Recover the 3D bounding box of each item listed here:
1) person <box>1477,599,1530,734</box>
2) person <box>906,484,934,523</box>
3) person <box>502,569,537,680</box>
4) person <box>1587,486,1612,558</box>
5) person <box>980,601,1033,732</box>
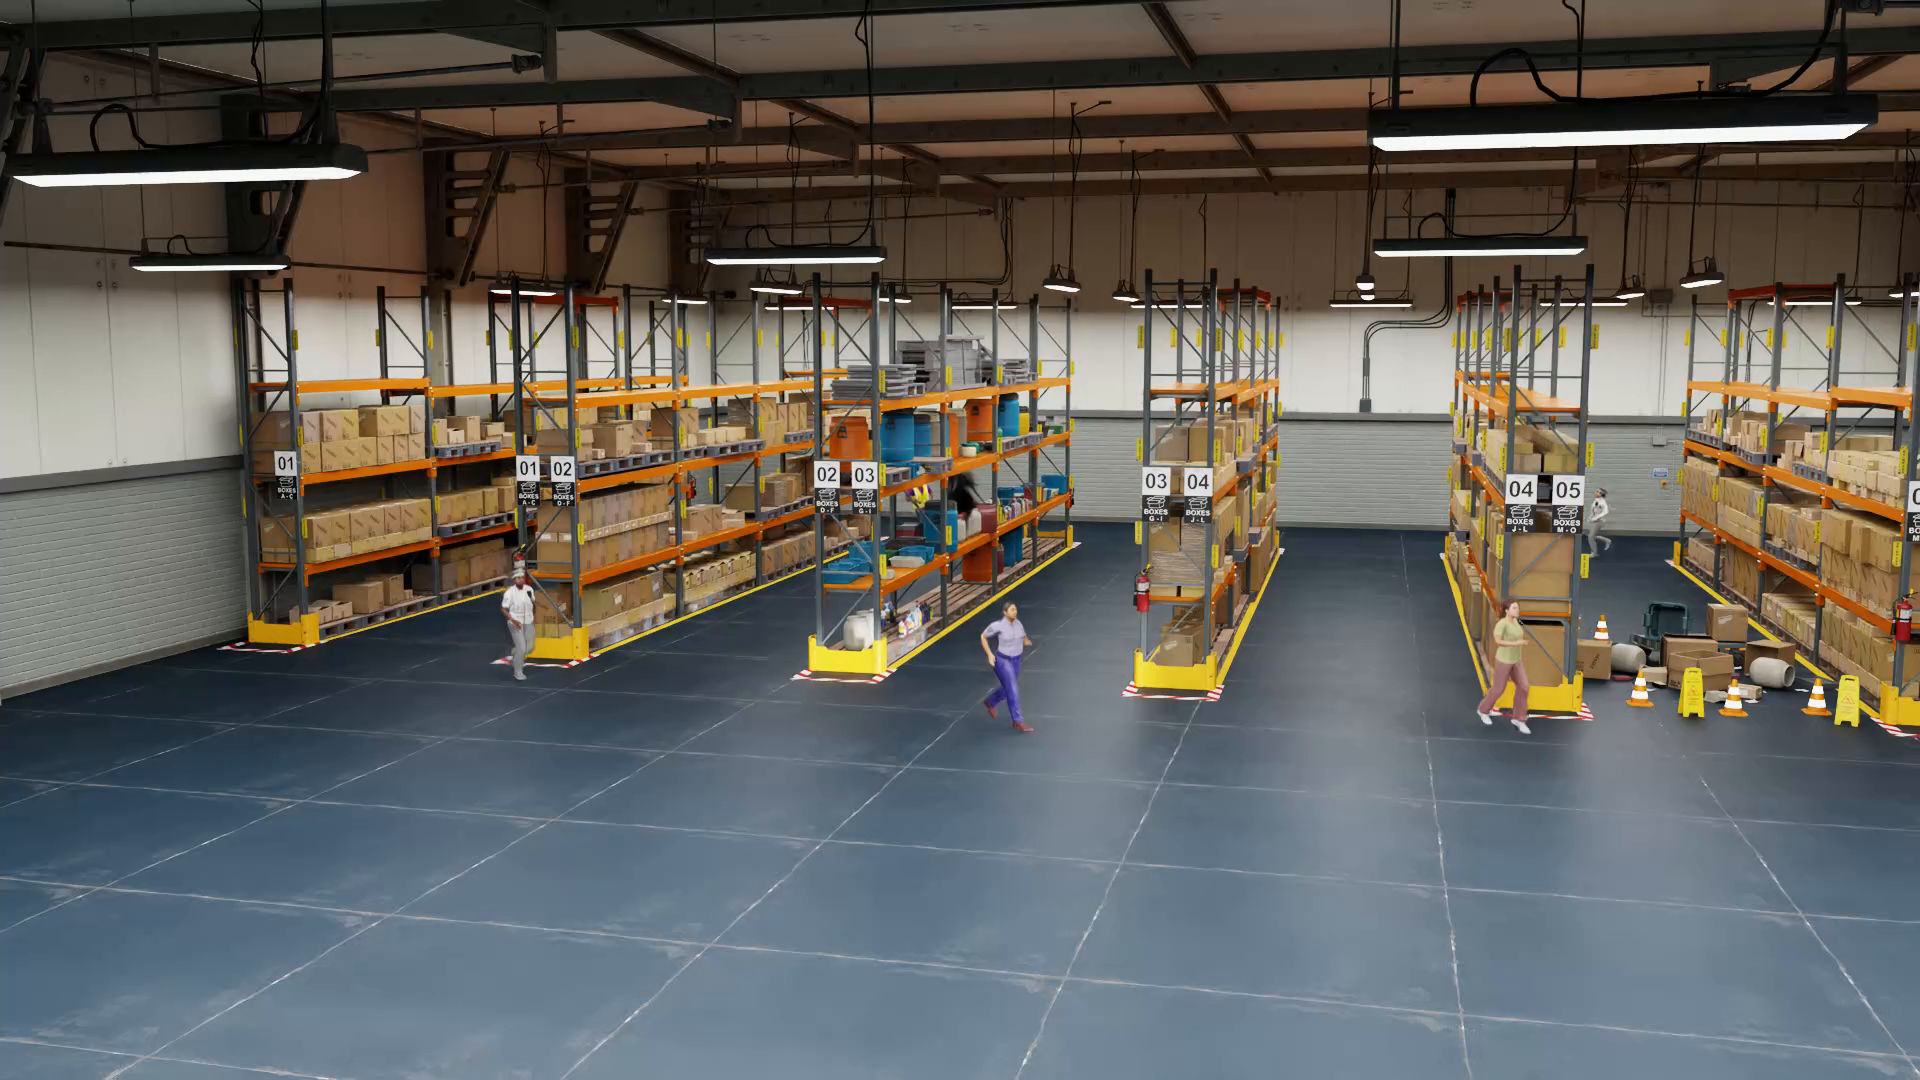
[{"bbox_3d":[7.021,1.611,21.454,0.592,1.729,0.757,-5,8,-34],"label":"person"},{"bbox_3d":[-0.978,-0.786,41.199,0.746,1.724,0.856,-2,7,-20],"label":"person"},{"bbox_3d":[-6.536,1.230,24.716,0.591,1.661,0.623,-6,9,-40],"label":"person"},{"bbox_3d":[14.815,-0.415,38.454,0.586,1.654,0.617,1,7,6],"label":"person"},{"bbox_3d":[0.601,1.597,21.483,0.936,1.638,0.605,7,10,44],"label":"person"}]
